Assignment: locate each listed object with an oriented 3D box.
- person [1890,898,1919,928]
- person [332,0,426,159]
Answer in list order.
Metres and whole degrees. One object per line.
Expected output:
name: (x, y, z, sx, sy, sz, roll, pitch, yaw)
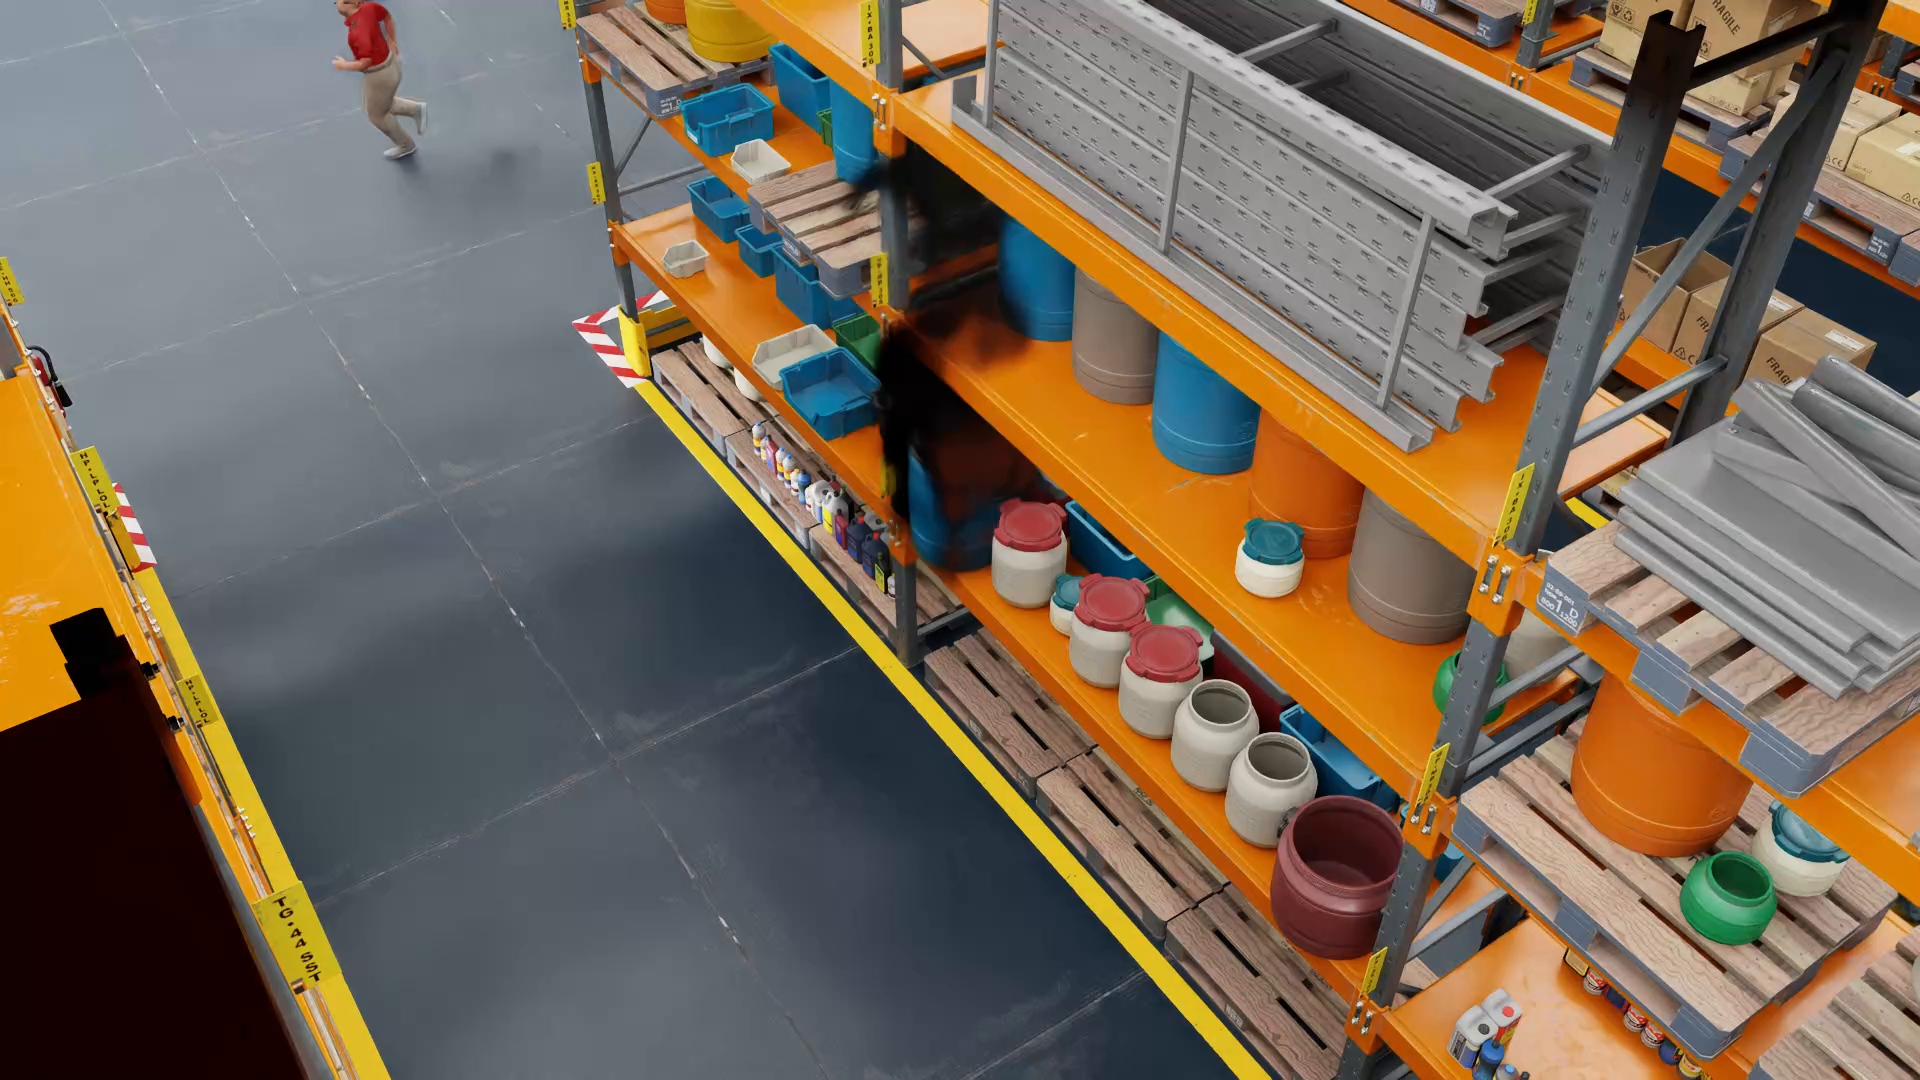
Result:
person: (5.085, 1.415, 8.938, 0.727, 1.793, 0.839, -34, 52, -31)
person: (-5.320, -4.252, 15.173, 0.692, 1.682, 0.704, -4, 43, -5)
